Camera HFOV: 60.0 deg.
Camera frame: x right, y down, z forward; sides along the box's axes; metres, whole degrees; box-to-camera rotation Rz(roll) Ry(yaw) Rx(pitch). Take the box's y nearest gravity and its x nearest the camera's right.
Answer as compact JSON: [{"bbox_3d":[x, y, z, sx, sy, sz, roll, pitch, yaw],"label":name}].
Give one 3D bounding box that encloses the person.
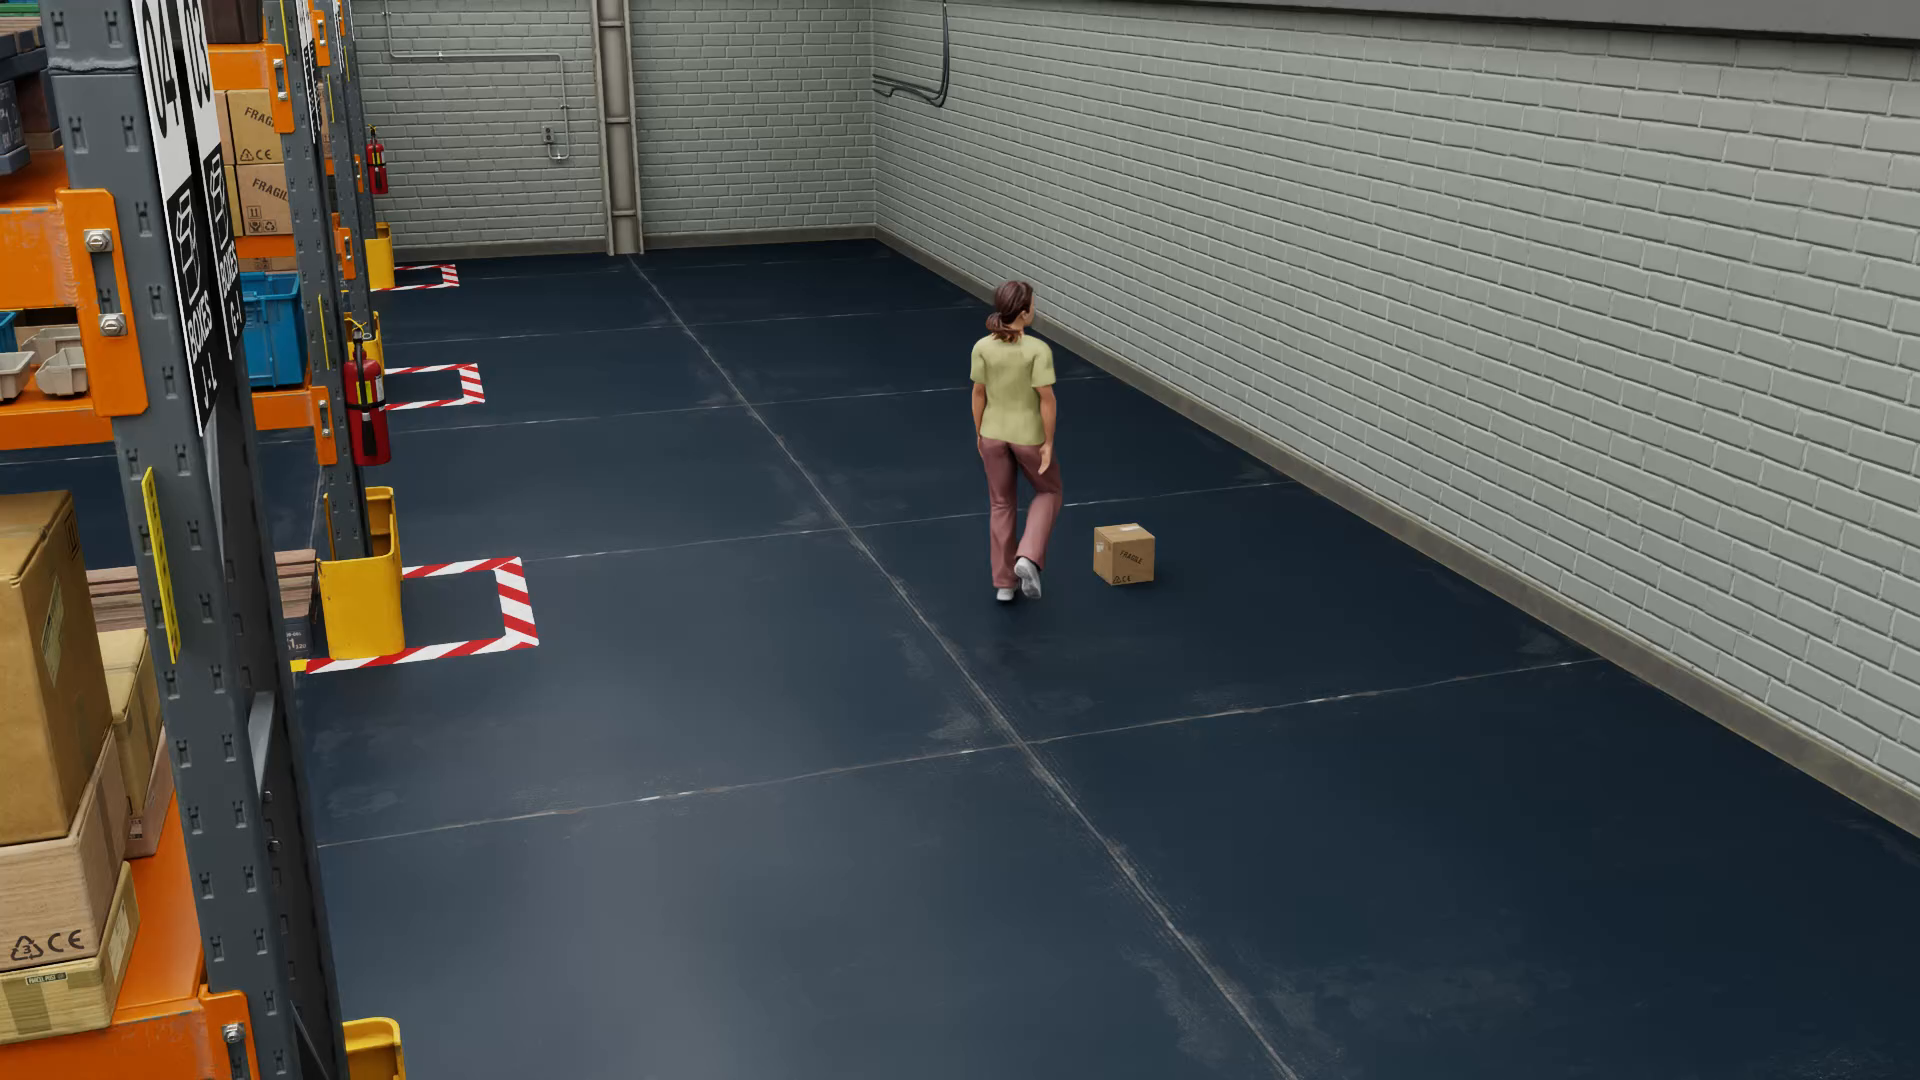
[{"bbox_3d":[0.285,-0.501,8.445,0.458,1.663,0.462,5,20,14],"label":"person"}]
